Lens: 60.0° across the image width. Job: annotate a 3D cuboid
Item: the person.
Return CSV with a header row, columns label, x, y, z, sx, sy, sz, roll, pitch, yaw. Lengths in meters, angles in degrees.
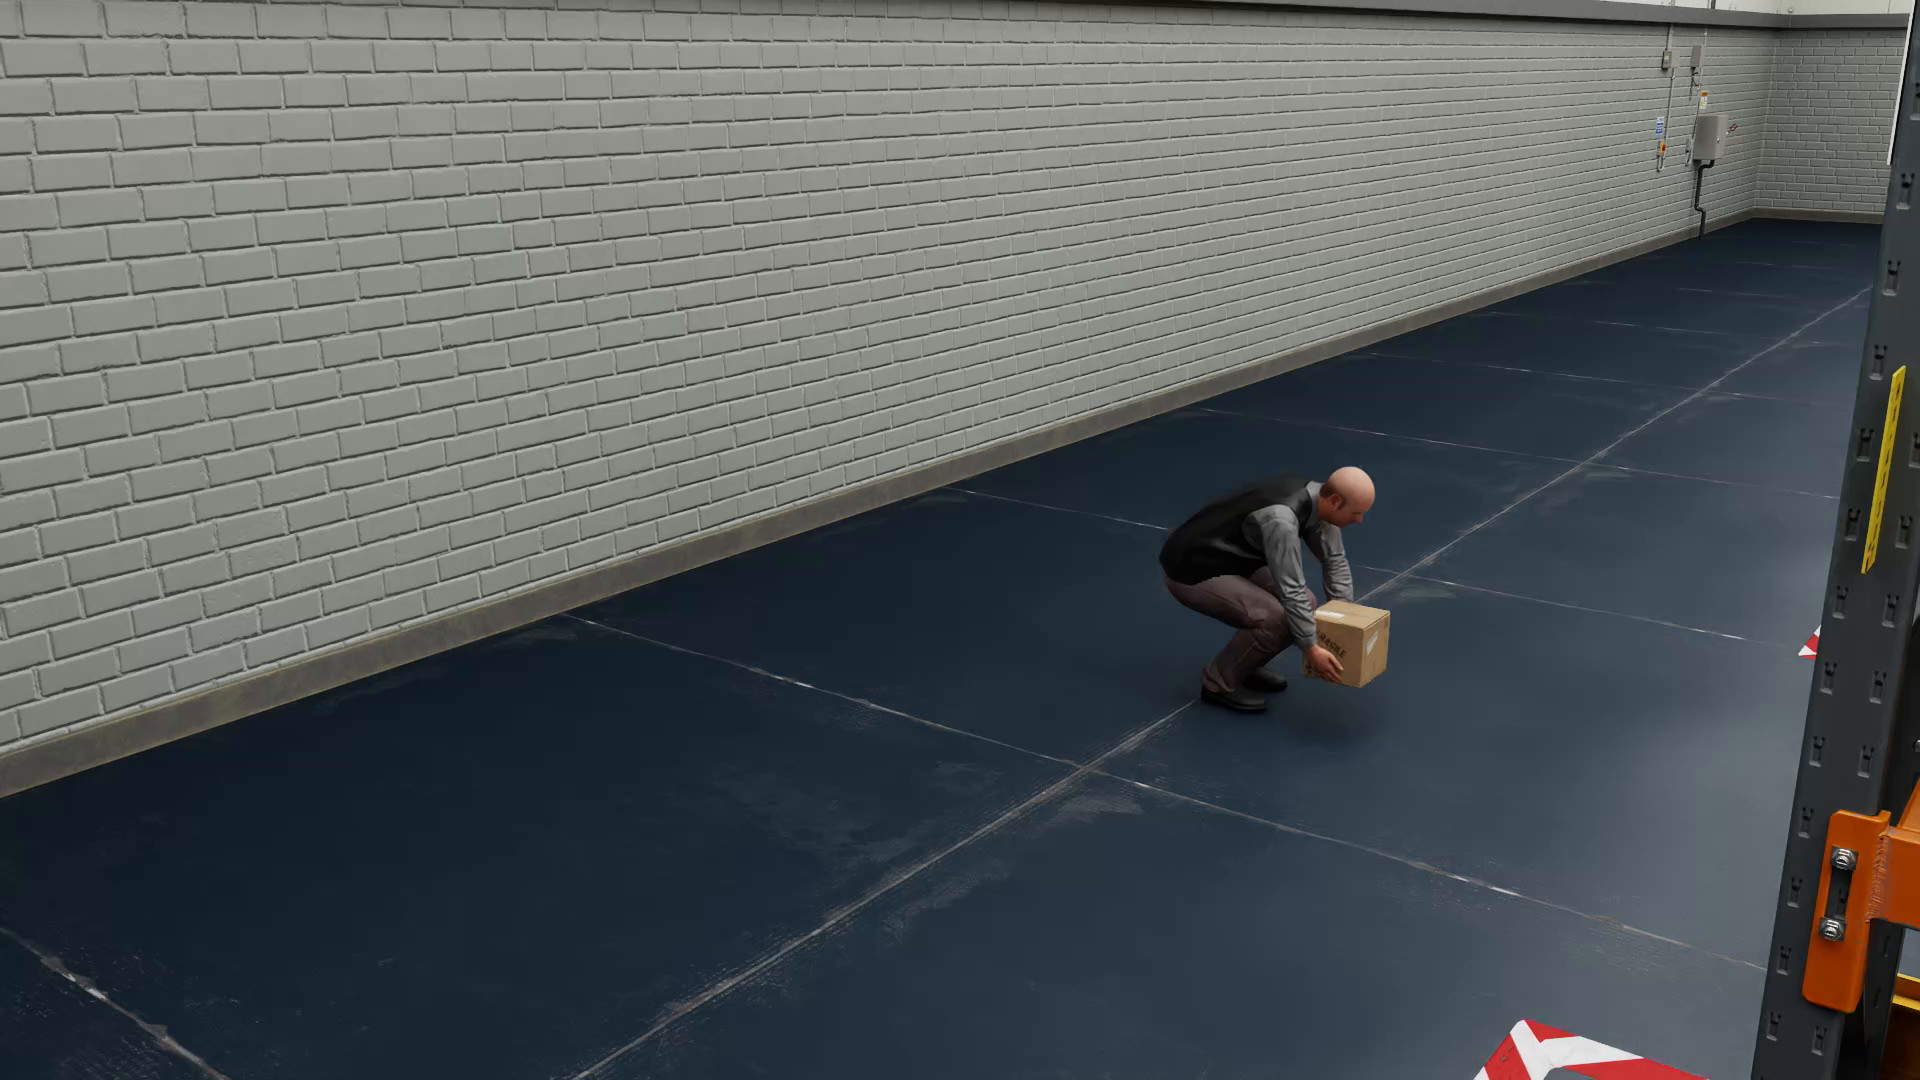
label,x,y,z,sx,sy,sz,roll,pitch,yaw
person,1.260,0.161,6.776,0.855,1.025,0.543,12,20,35
